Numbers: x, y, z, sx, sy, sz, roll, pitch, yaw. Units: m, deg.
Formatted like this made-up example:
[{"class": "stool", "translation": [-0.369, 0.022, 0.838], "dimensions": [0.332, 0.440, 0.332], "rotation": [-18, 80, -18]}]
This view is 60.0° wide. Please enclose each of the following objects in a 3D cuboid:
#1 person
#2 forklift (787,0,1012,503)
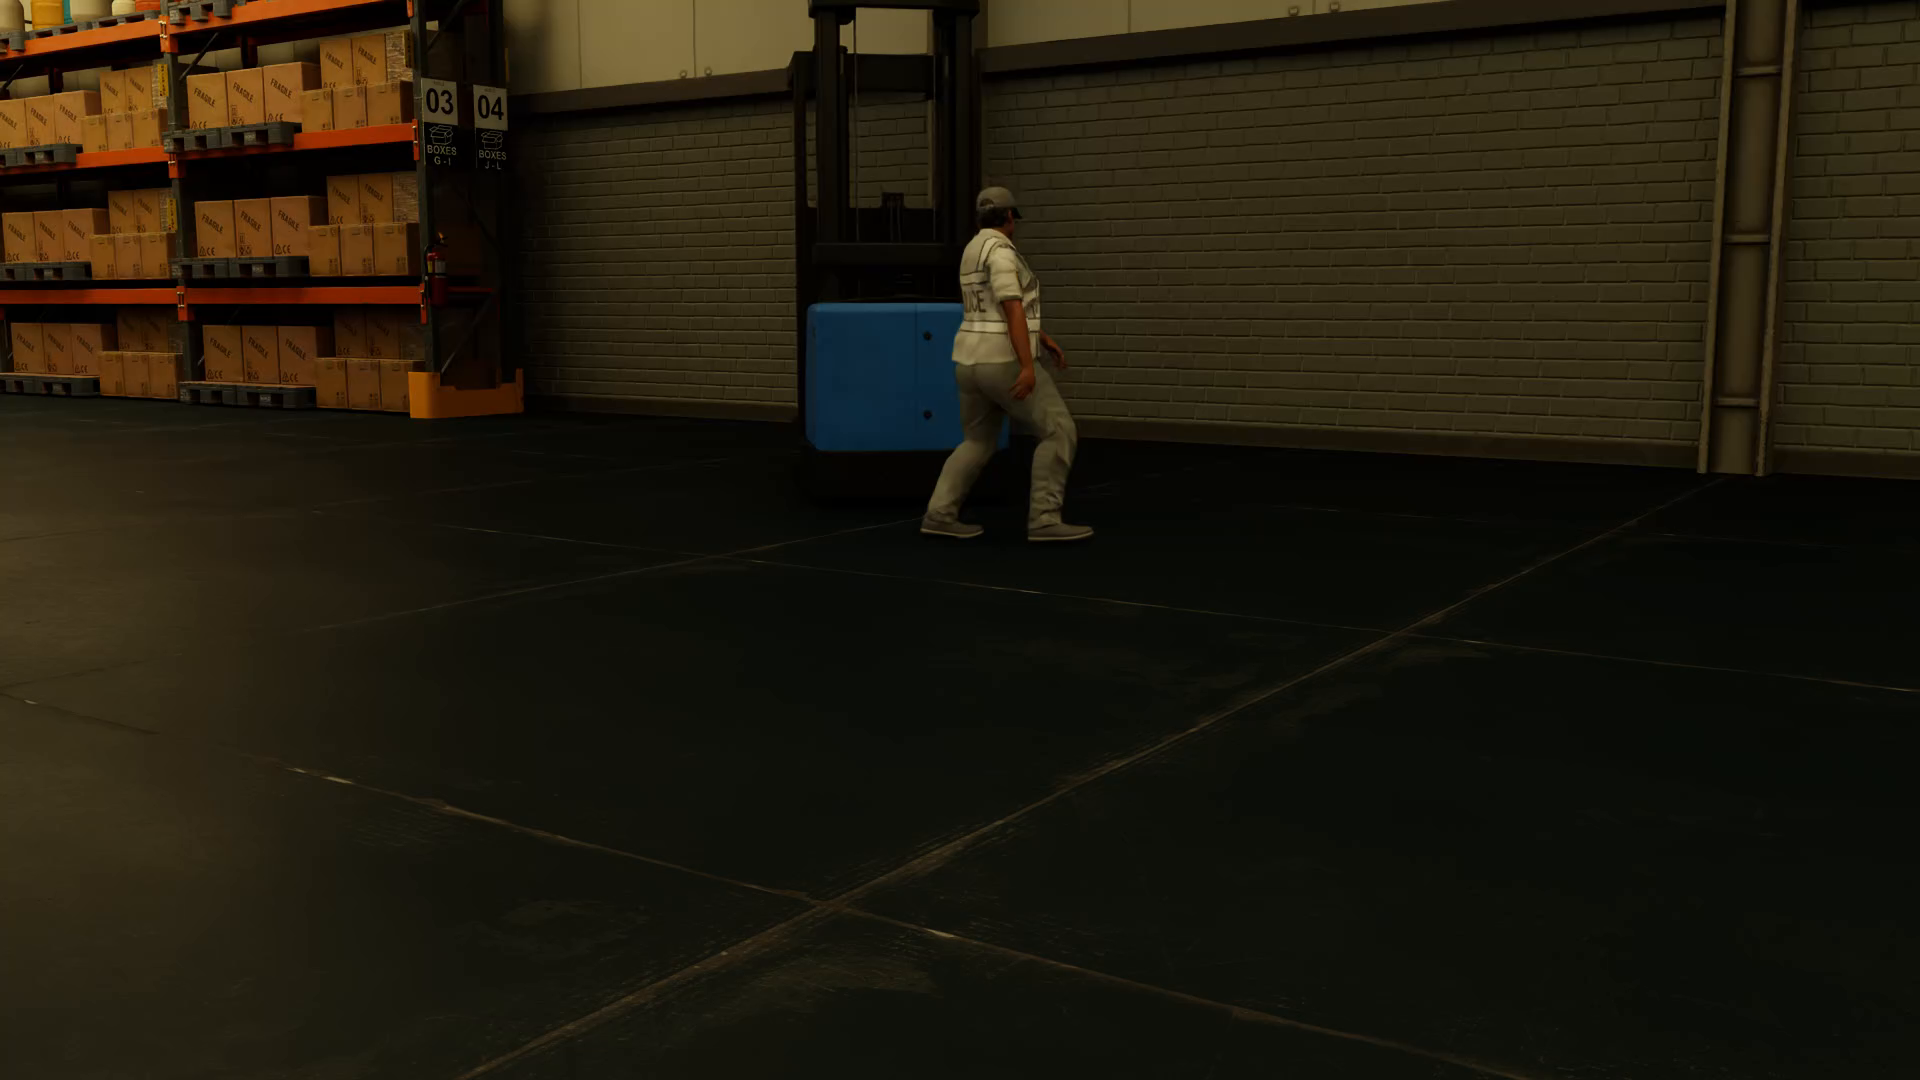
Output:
[{"class": "person", "translation": [0.224, -0.792, 7.519], "dimensions": [0.702, 1.599, 0.619], "rotation": [-4, 9, -25]}, {"class": "forklift", "translation": [-0.458, -1.820, 9.993], "dimensions": [1.130, 2.935, 3.031], "rotation": [-1, 8, -9]}]
